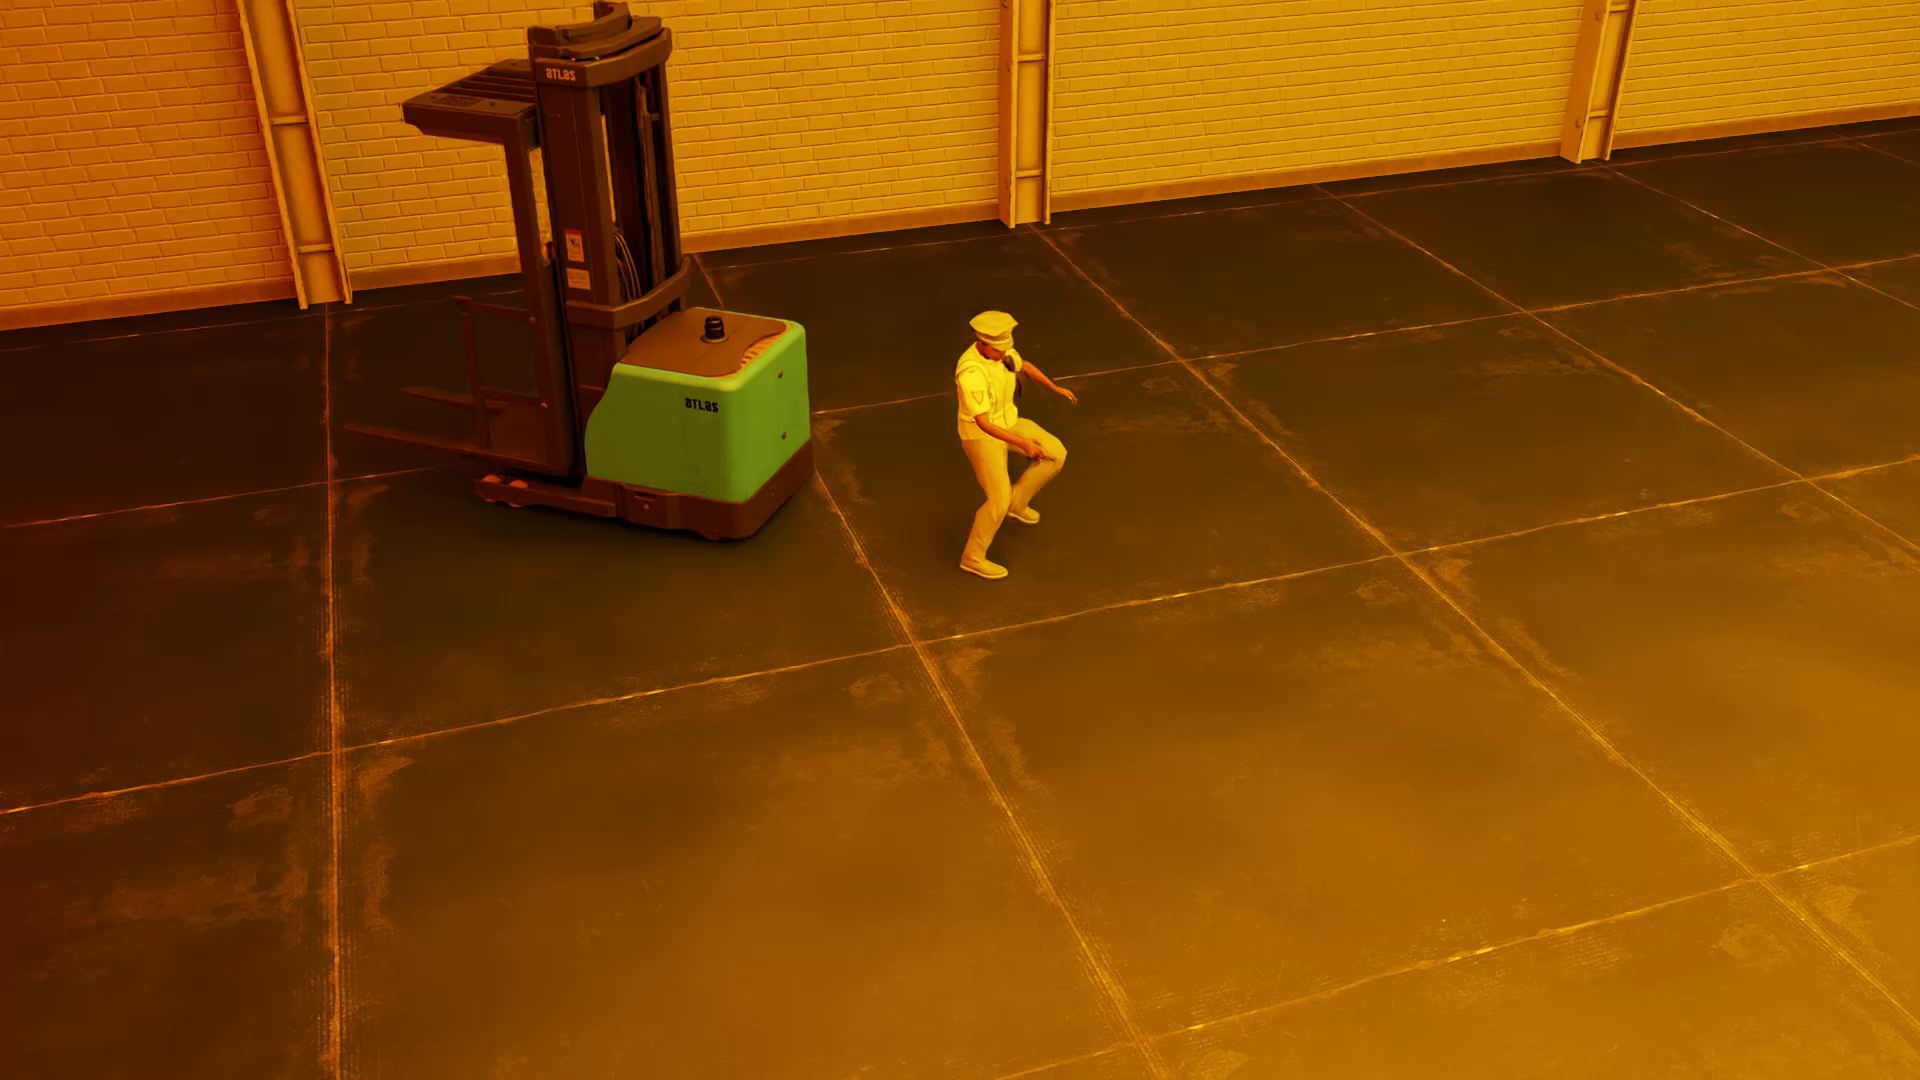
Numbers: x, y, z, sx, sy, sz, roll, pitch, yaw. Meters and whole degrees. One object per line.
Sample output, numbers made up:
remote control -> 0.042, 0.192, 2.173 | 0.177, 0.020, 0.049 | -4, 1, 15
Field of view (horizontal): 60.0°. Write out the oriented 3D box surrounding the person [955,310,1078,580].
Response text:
person -> 0.321, -0.599, 9.585 | 0.726, 1.474, 0.828 | 19, 35, 29

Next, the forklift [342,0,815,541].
forklift -> -2.506, -1.708, 10.056 | 3.031, 2.935, 1.130 | 10, 32, 18
